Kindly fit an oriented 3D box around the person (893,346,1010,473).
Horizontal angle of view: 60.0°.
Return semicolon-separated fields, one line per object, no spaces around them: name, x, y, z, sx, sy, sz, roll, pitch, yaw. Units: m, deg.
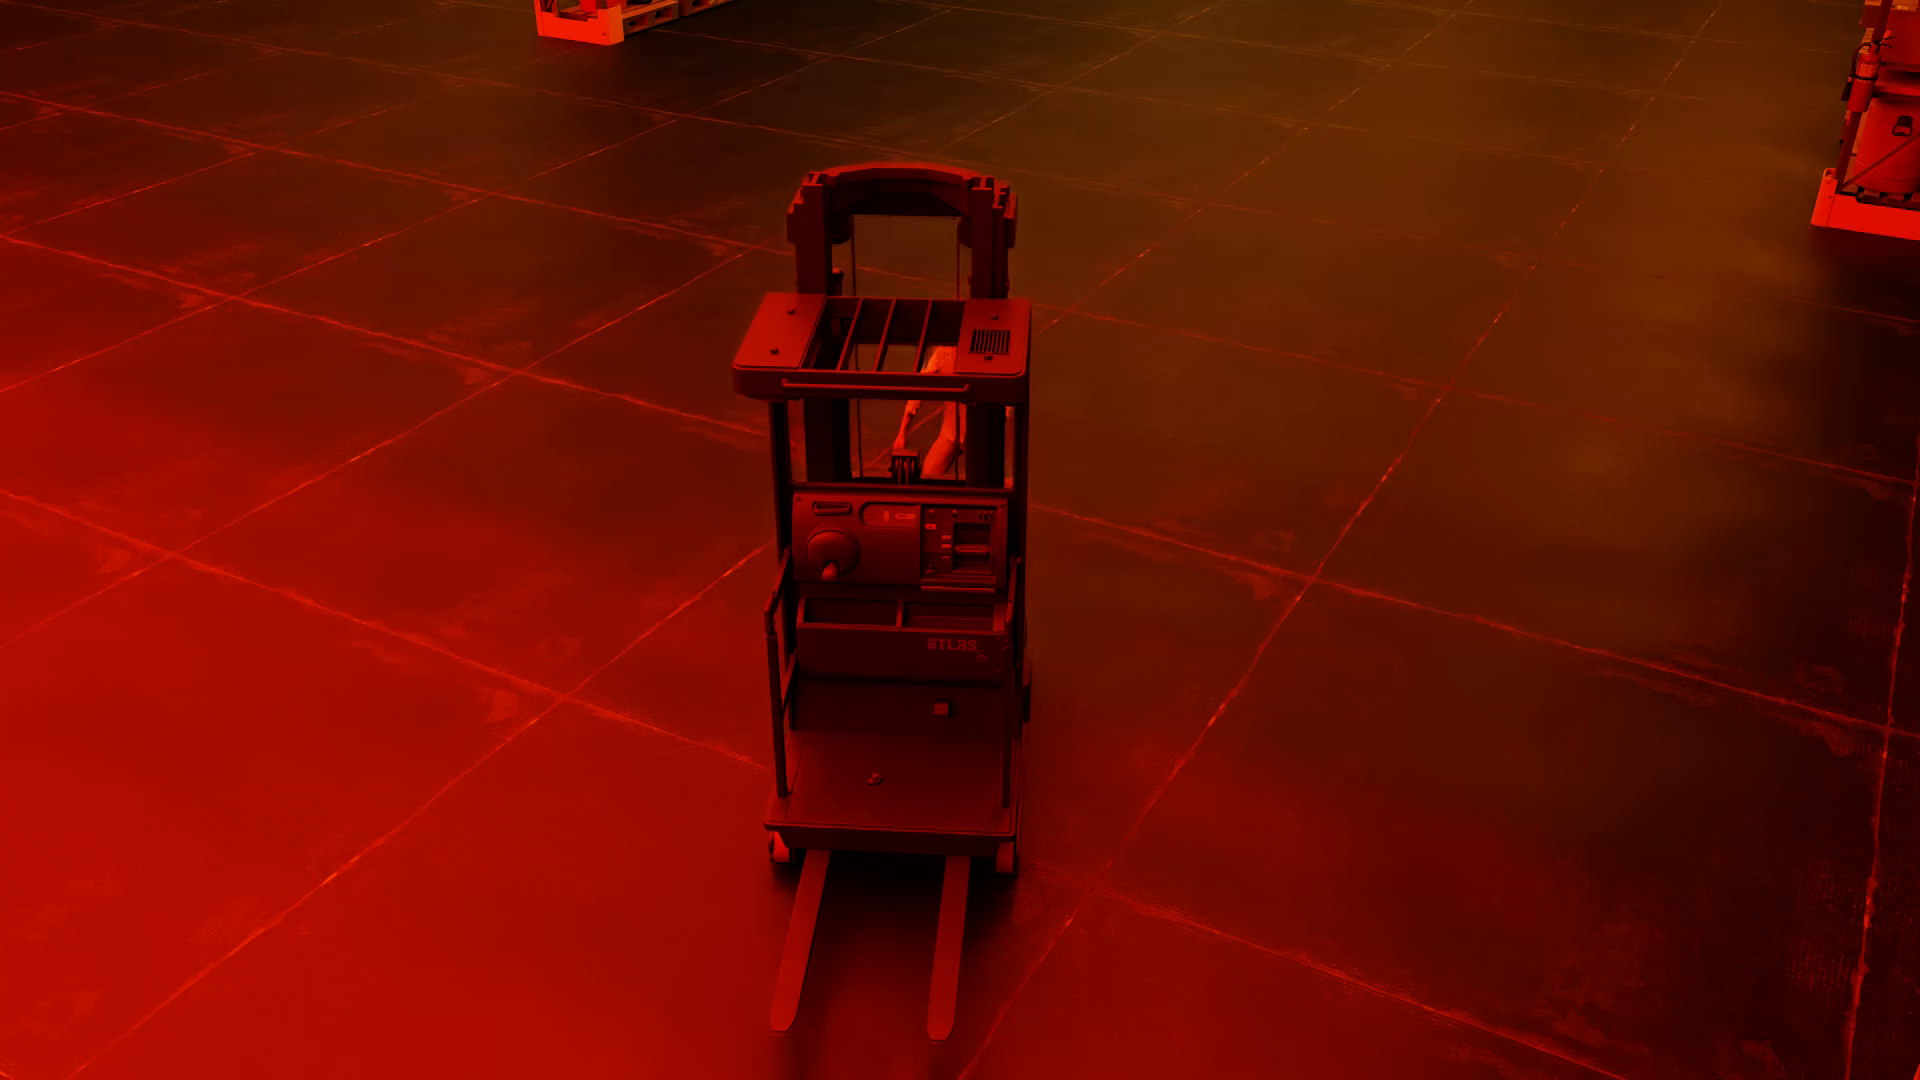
person;-0.041;-0.582;9.490;0.640;1.512;0.460;6;31;10

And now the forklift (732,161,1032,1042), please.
forklift;-0.273;0.048;6.988;1.130;2.935;3.031;2;30;4
